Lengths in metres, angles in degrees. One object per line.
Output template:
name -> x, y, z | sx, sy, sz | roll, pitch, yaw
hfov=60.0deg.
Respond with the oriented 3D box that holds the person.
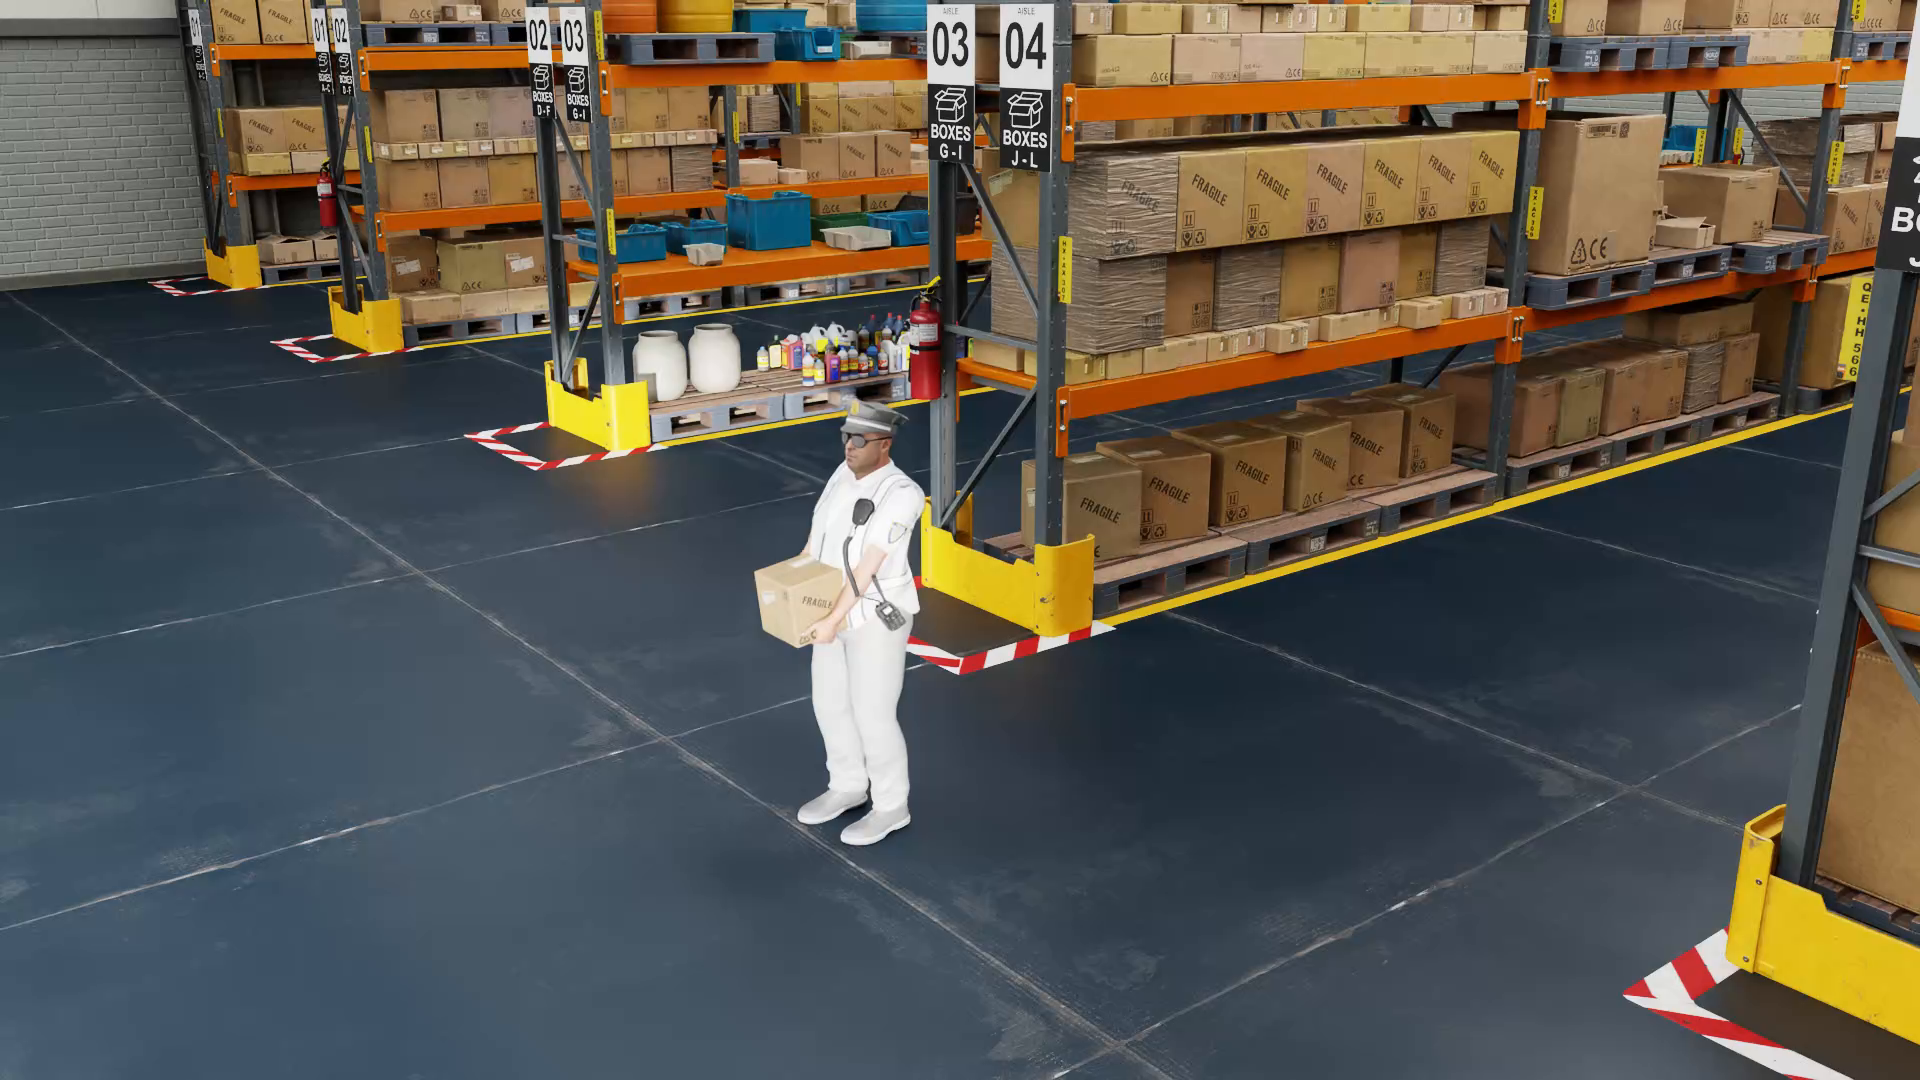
person -> -0.444, 0.317, 6.514 | 0.565, 1.770, 0.492 | -13, 22, -36
